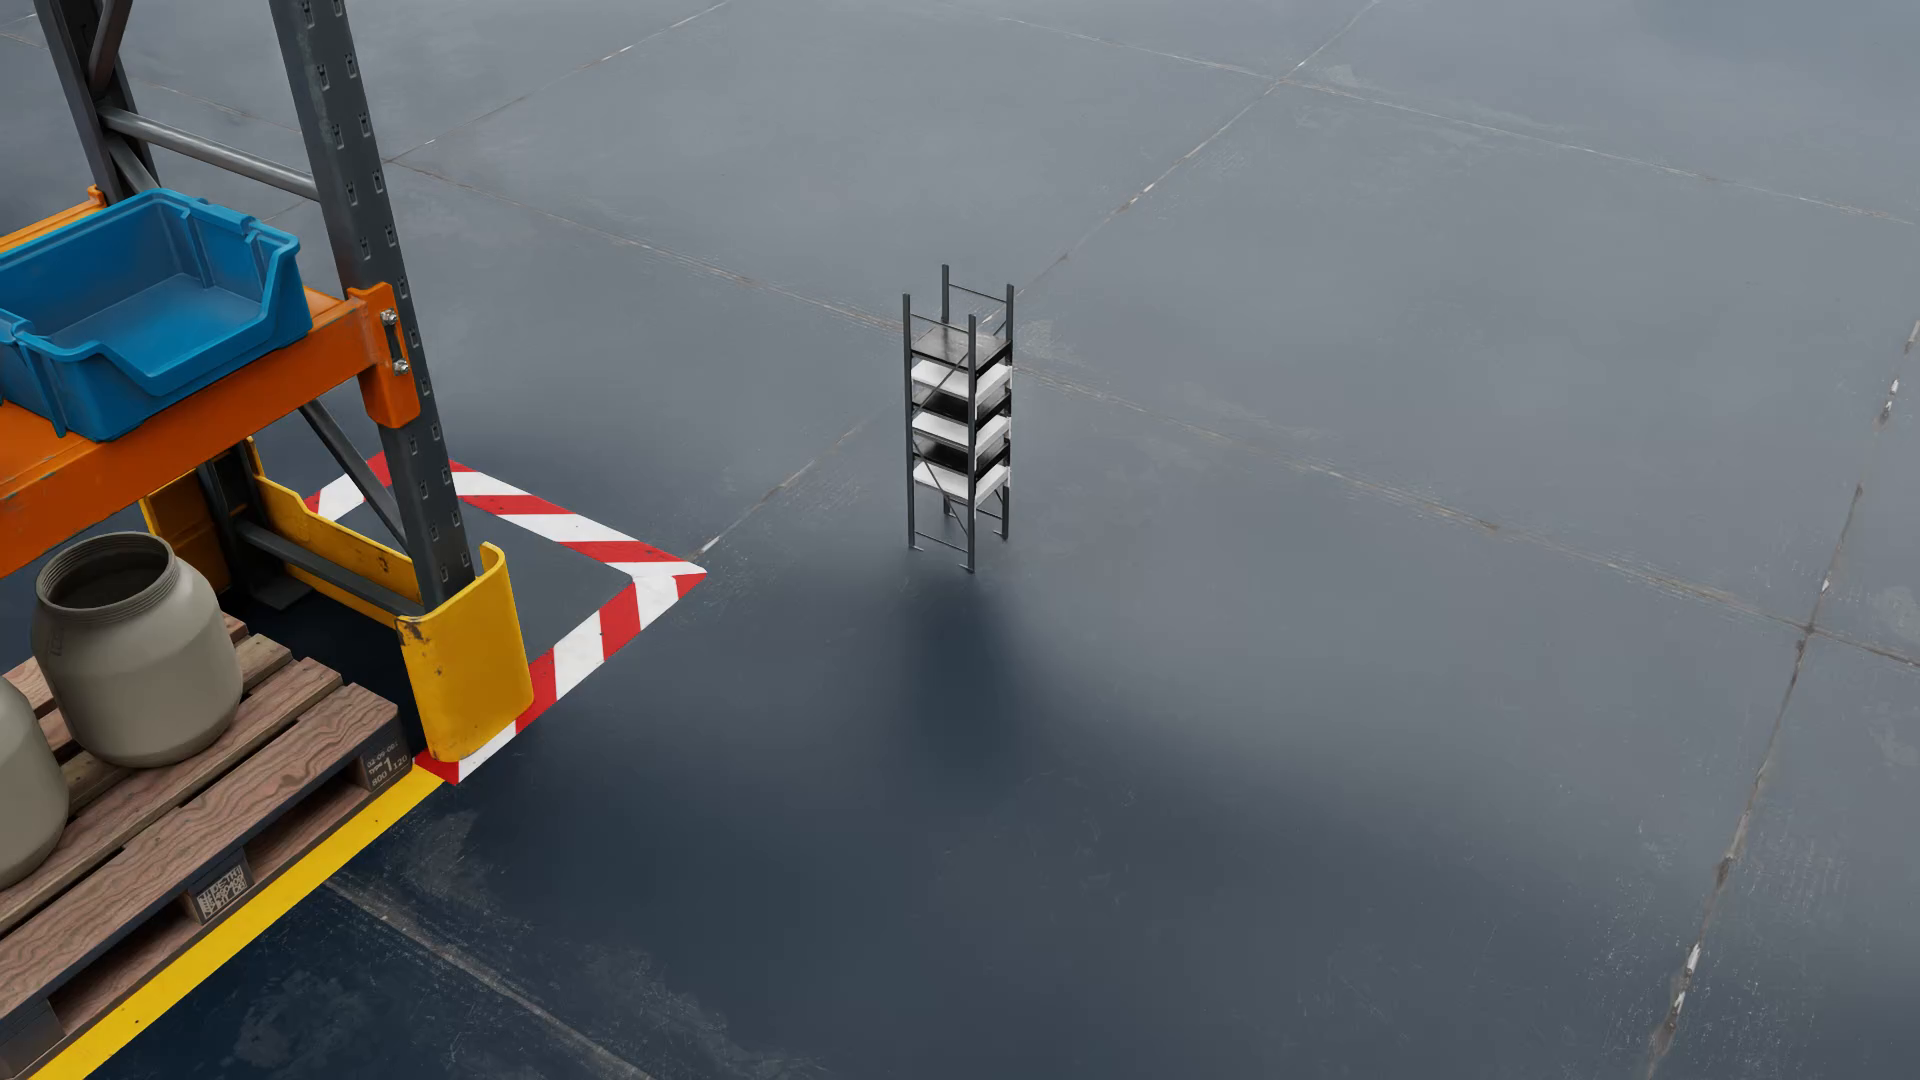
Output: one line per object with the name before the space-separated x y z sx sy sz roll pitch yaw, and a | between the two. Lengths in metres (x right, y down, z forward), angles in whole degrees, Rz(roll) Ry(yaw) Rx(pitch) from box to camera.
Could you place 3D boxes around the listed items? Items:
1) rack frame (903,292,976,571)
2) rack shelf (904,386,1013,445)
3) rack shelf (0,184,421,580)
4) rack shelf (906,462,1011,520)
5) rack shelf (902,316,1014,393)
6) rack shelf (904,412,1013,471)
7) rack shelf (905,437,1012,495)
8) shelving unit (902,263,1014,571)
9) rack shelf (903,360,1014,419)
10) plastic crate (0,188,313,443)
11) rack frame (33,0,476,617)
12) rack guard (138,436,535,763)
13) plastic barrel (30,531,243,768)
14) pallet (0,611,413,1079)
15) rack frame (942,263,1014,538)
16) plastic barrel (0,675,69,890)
rack frame | -0.059 -0.300 4.902 0.240 0.900 0.006 21 42 25
rack shelf | -0.004 -0.397 4.935 0.258 0.077 0.200 21 42 25
rack shelf | -2.827 0.408 2.853 1.077 0.370 4.000 21 42 25
rack shelf | -0.004 -0.183 5.100 0.258 0.077 0.200 21 42 25
rack shelf | -0.004 -0.540 4.825 0.258 0.077 0.200 21 42 25
rack shelf | -0.004 -0.326 4.990 0.258 0.077 0.200 21 42 25
rack shelf | -0.004 -0.255 5.045 0.258 0.077 0.200 21 42 25
shelving unit | -0.004 -0.352 4.970 0.258 0.900 0.210 21 42 25
rack shelf | -0.004 -0.468 4.880 0.258 0.077 0.200 21 42 25
plastic crate | -1.771 -0.493 3.555 0.499 0.251 0.616 21 42 25
rack frame | -1.755 -0.908 3.971 1.000 3.000 0.127 21 42 25
rack guard | -1.756 0.136 4.664 1.175 0.500 0.348 21 42 25
plastic barrel | -2.043 0.275 4.130 0.421 0.512 0.421 0 38 0
pallet | -2.196 0.668 4.211 1.003 0.211 1.213 21 42 25
rack frame | 0.050 -0.405 5.038 0.240 0.900 0.006 21 42 25
plastic barrel | -2.312 0.533 3.795 0.421 0.512 0.421 0 38 0
